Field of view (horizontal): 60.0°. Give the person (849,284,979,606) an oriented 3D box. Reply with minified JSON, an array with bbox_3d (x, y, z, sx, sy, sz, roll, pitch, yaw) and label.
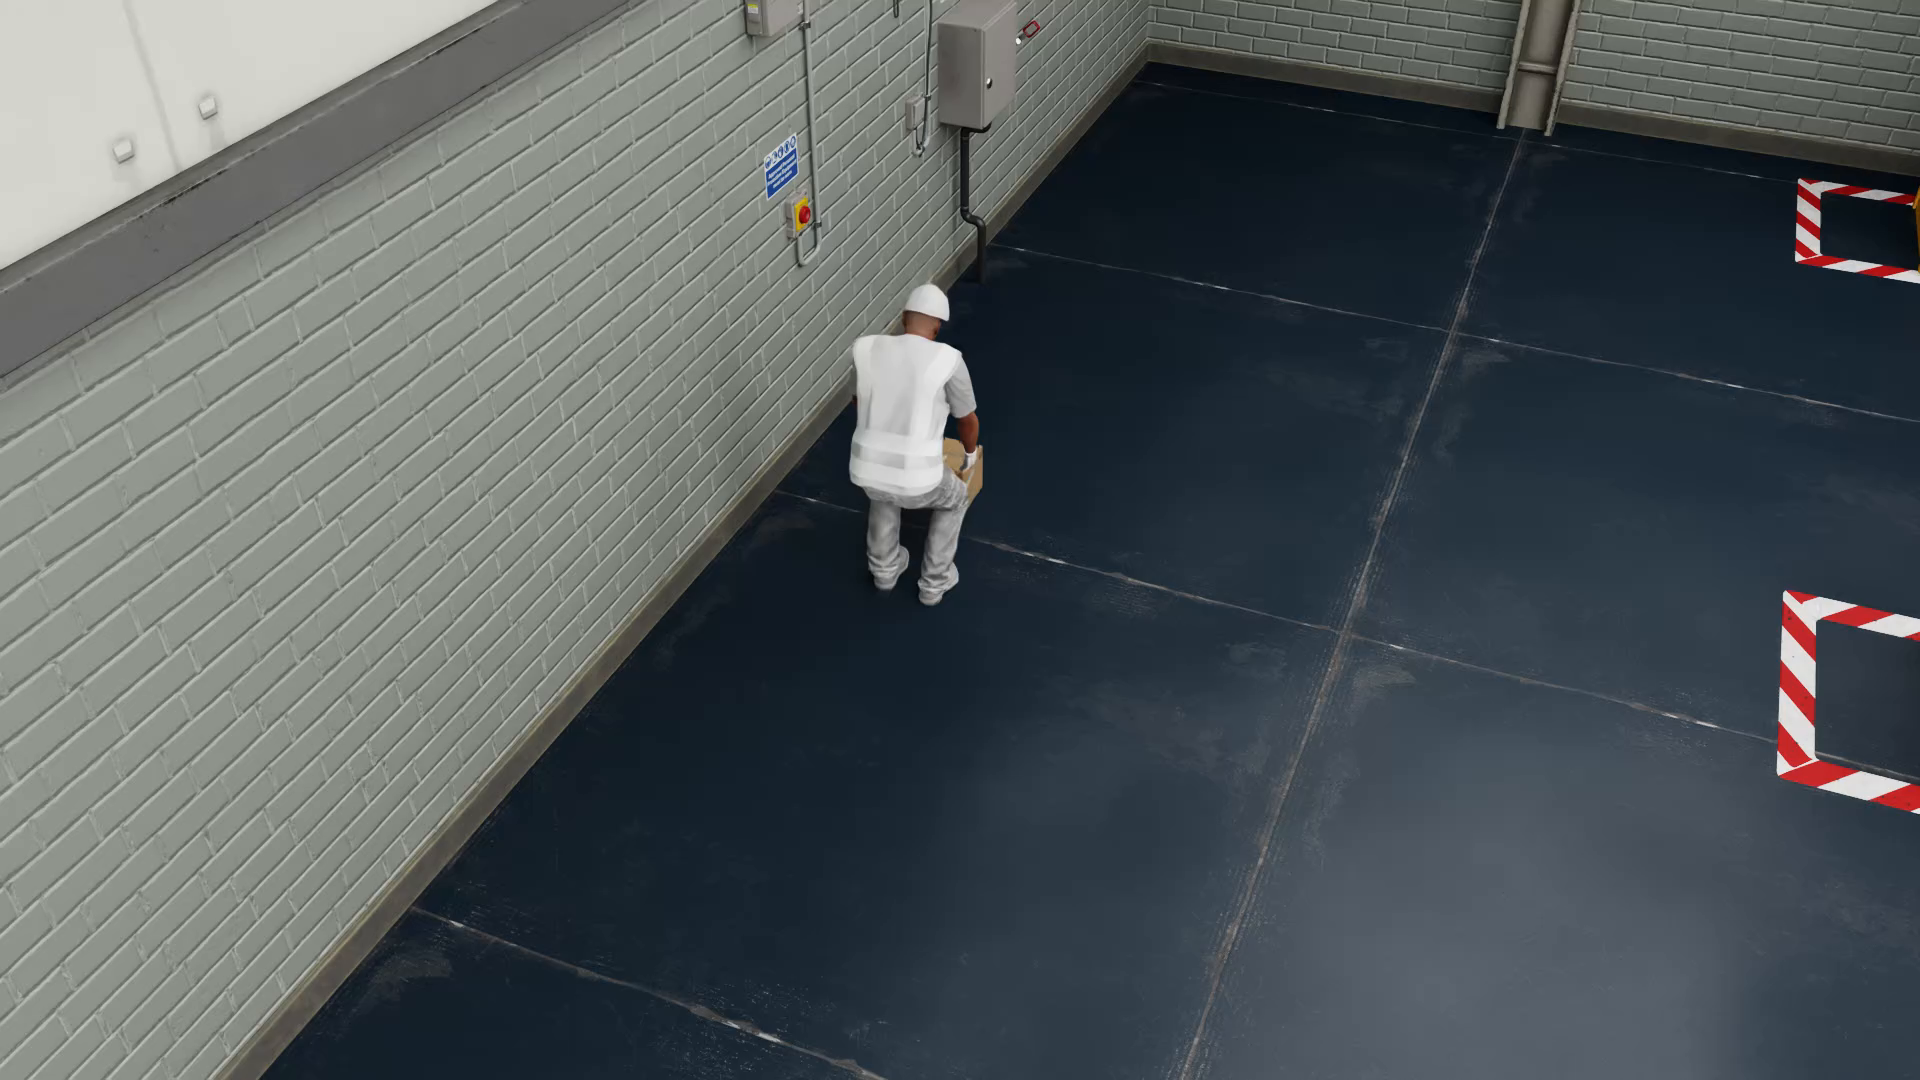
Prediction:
[{"bbox_3d":[-0.245,-0.408,7.626,0.612,1.441,0.755,14,39,18],"label":"person"}]
